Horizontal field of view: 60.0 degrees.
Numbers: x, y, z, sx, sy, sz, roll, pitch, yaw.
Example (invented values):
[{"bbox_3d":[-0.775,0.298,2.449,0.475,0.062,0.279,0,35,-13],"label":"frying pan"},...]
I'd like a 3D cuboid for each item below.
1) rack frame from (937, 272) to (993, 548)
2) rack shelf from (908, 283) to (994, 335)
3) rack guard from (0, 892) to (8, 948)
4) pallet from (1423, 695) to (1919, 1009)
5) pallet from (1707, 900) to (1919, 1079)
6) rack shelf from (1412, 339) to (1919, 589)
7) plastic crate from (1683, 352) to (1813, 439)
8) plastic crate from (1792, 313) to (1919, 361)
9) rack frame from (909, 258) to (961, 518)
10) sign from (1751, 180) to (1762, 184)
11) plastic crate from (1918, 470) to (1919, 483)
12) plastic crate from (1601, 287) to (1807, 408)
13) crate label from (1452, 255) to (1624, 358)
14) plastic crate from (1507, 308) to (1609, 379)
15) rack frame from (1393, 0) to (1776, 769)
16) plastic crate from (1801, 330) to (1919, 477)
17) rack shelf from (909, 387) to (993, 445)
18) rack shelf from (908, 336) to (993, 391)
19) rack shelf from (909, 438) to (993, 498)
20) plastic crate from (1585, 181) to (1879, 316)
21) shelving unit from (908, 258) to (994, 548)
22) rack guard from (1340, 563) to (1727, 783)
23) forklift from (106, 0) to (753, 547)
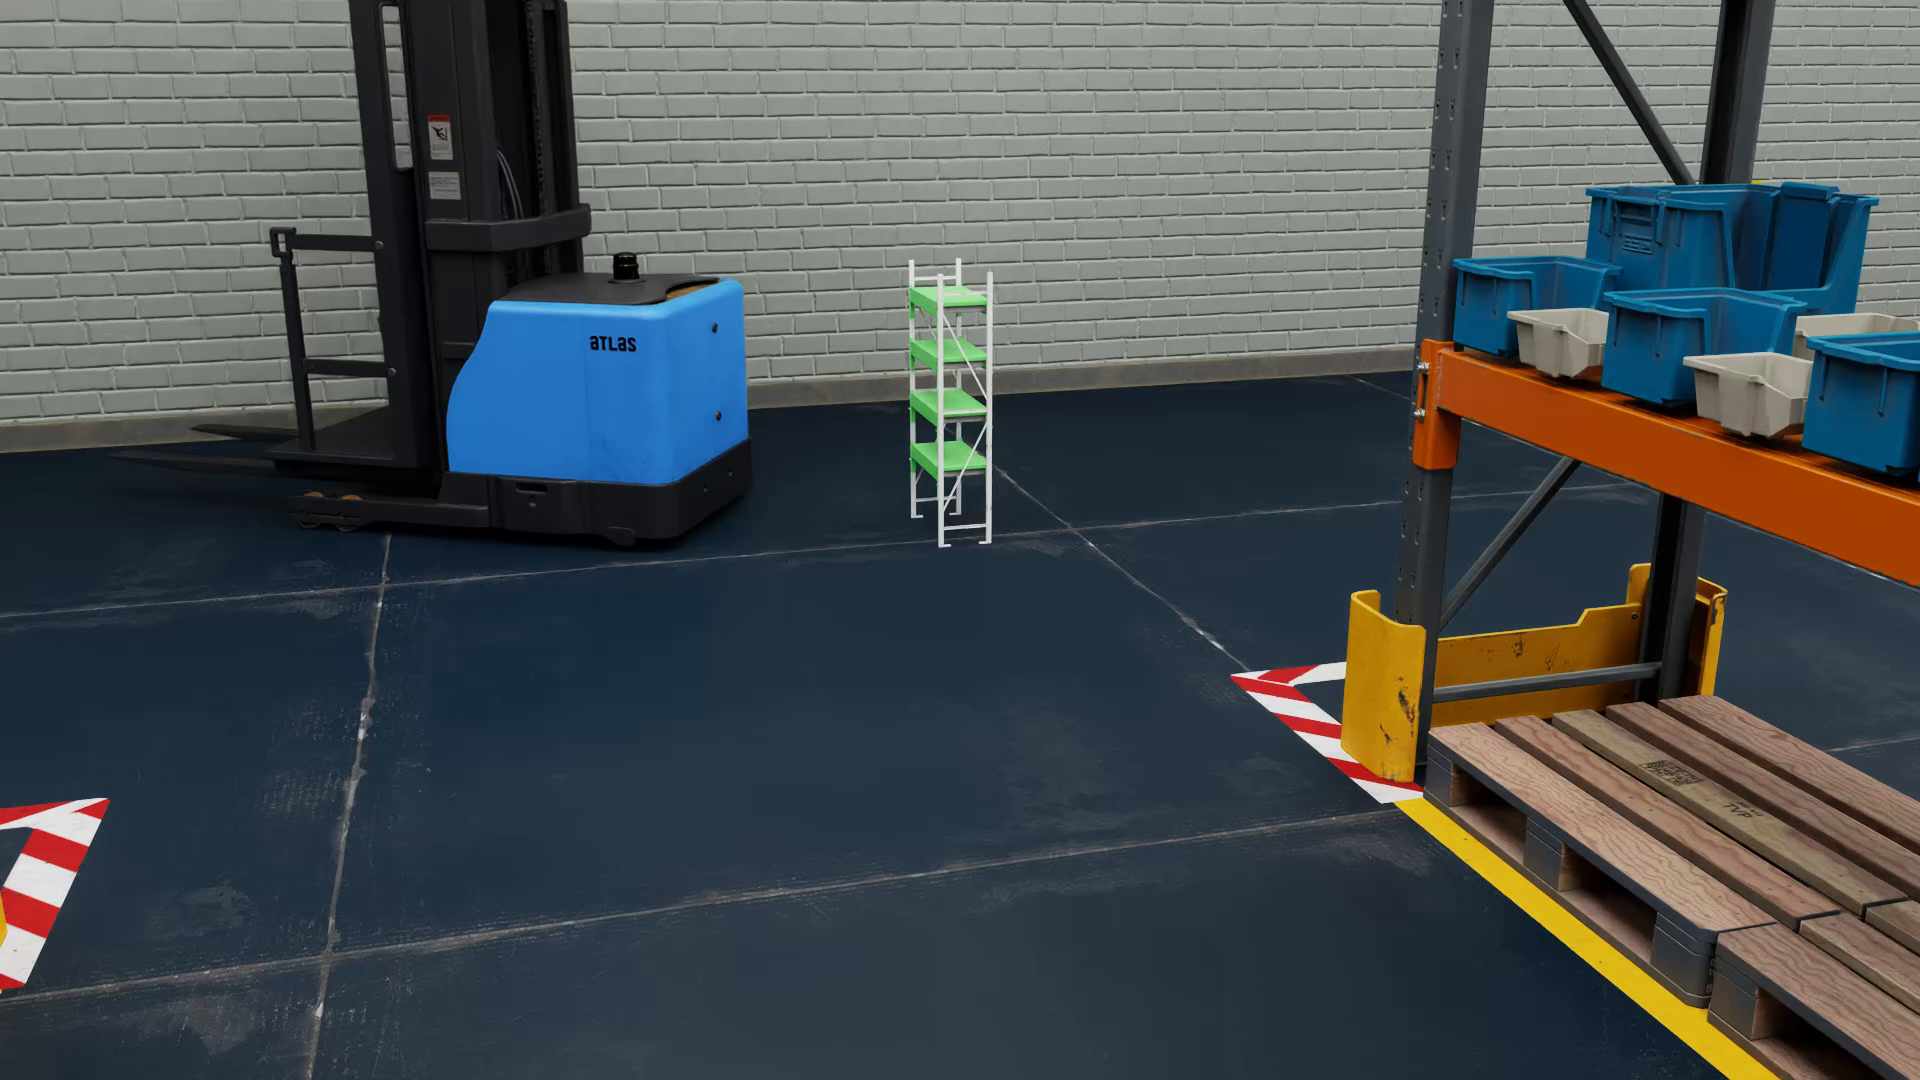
[{"bbox_3d":[0.022,-0.553,7.207,0.240,1.200,0.015,-5,17,-15],"label":"rack frame"},{"bbox_3d":[-0.045,-1.019,7.312,0.258,0.148,0.480,-5,17,-15],"label":"rack shelf"},{"bbox_3d":[-2.923,0.822,3.846,1.175,0.500,0.348,-5,17,-15],"label":"rack guard"},{"bbox_3d":[2.009,0.780,4.488,1.003,0.211,1.213,-5,17,-15],"label":"pallet"},{"bbox_3d":[2.341,1.117,3.367,1.003,0.211,1.213,-5,17,-15],"label":"pallet"},{"bbox_3d":[2.369,0.111,3.119,1.077,0.370,4.000,-5,17,-15],"label":"rack shelf"},{"bbox_3d":[1.766,-0.312,3.630,0.250,0.136,0.298,-5,17,-15],"label":"plastic crate"},{"bbox_3d":[2.218,-0.478,4.183,0.396,0.136,0.243,-5,17,-15],"label":"plastic crate"},{"bbox_3d":[-0.113,-0.688,7.657,0.240,1.200,0.015,-5,17,-15],"label":"rack frame"},{"bbox_3d":[2.344,-0.913,4.993,0.100,0.325,0.005,-5,17,-15],"label":"sign"},{"bbox_3d":[2.015,-0.194,3.069,0.416,0.233,0.300,-5,17,-15],"label":"plastic crate"},{"bbox_3d":[1.752,-0.459,3.952,0.416,0.233,0.300,-5,17,-15],"label":"plastic crate"},{"bbox_3d":[1.571,-0.641,4.558,0.416,0.233,0.303,-5,17,-15],"label":"crate label"},{"bbox_3d":[1.579,-0.499,4.255,0.250,0.136,0.298,-5,17,-15],"label":"plastic crate"},{"bbox_3d":[1.820,-0.787,4.857,1.000,3.000,0.127,-5,17,-15],"label":"rack frame"},{"bbox_3d":[1.933,-0.277,3.346,0.416,0.233,0.300,-5,17,-15],"label":"plastic crate"},{"bbox_3d":[-0.045,-0.559,7.450,0.258,0.148,0.480,-5,17,-15],"label":"rack shelf"},{"bbox_3d":[-0.045,-0.789,7.381,0.258,0.148,0.480,-5,17,-15],"label":"rack shelf"},{"bbox_3d":[-0.045,-0.329,7.519,0.258,0.148,0.480,-5,17,-15],"label":"rack shelf"},{"bbox_3d":[2.091,-0.754,4.584,0.616,0.435,0.499,-5,17,-15],"label":"plastic crate"},{"bbox_3d":[-0.045,-0.620,7.432,0.258,1.200,0.503,-5,17,-15],"label":"shelving unit"},{"bbox_3d":[1.801,0.405,5.235,1.175,0.500,0.348,-5,17,-15],"label":"rack guard"},{"bbox_3d":[-2.580,-1.584,7.631,3.031,2.935,1.130,4,17,14],"label":"forklift"}]
